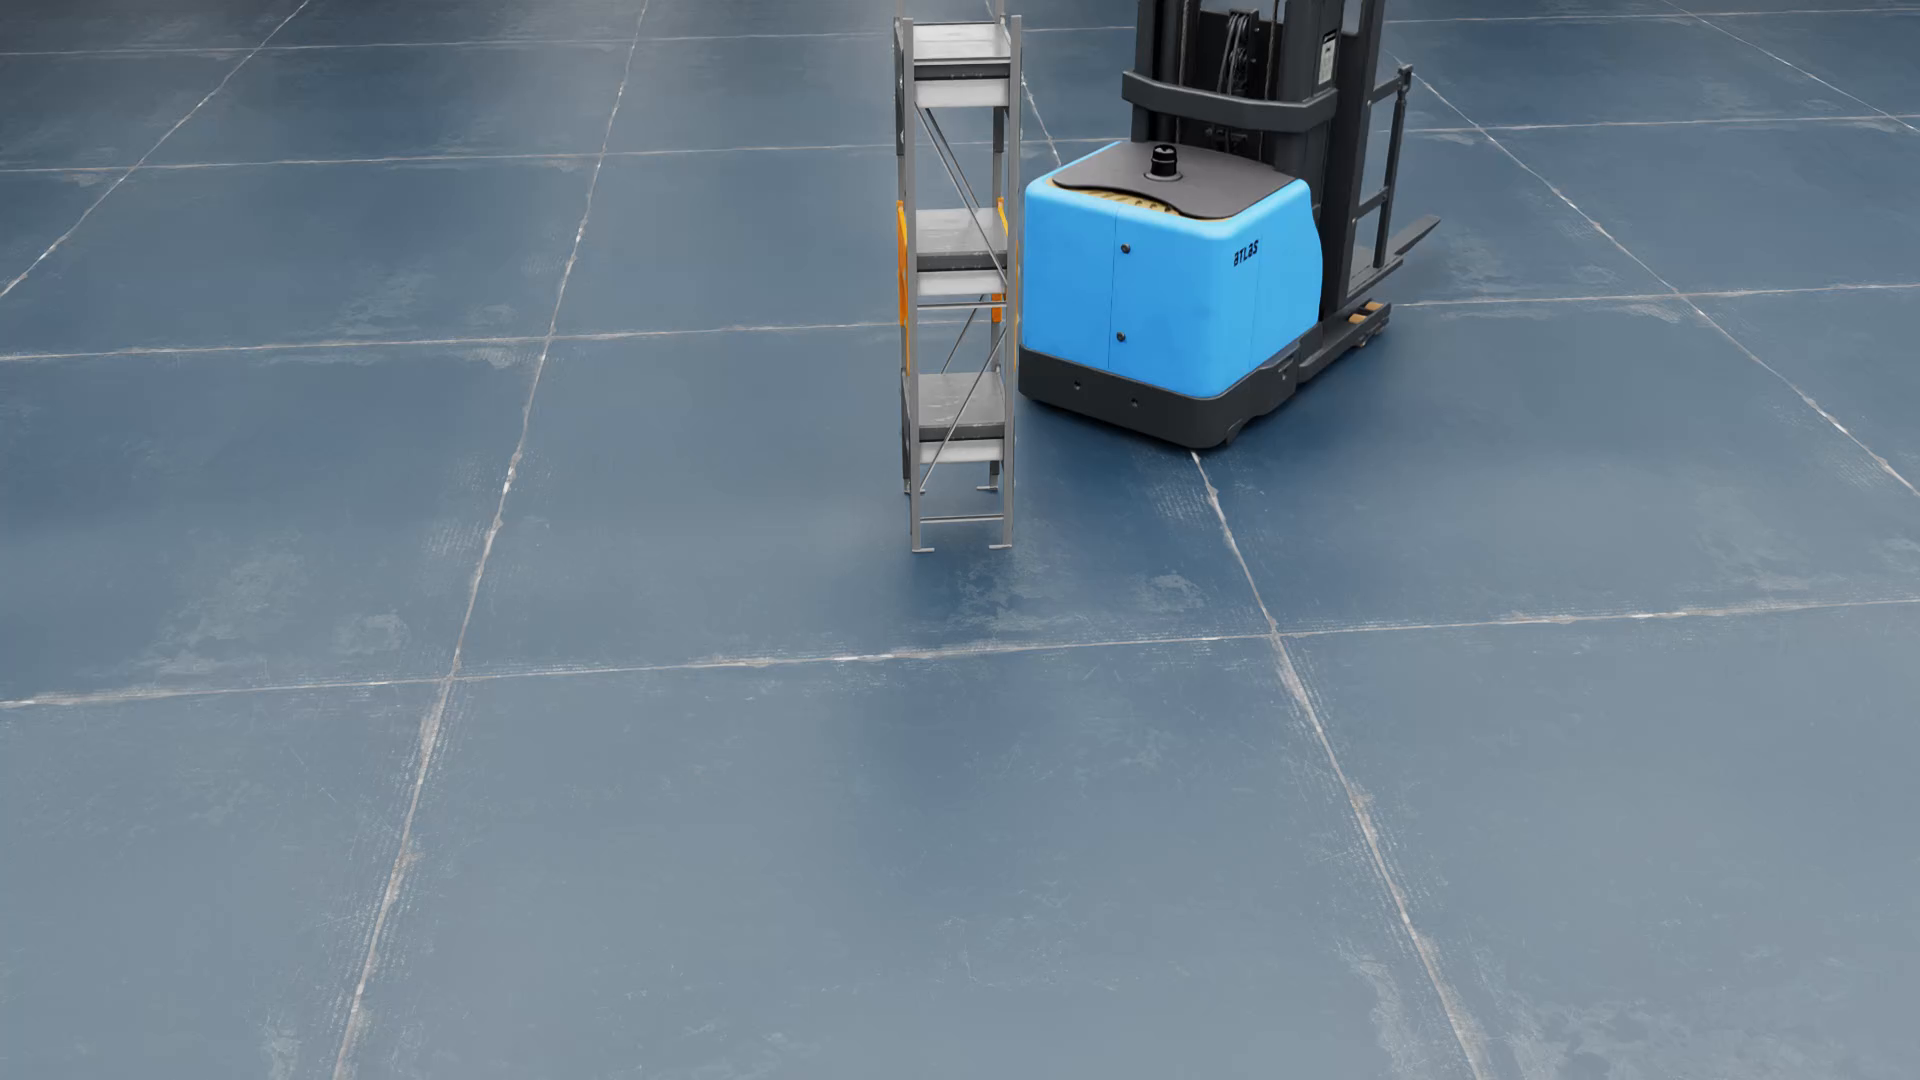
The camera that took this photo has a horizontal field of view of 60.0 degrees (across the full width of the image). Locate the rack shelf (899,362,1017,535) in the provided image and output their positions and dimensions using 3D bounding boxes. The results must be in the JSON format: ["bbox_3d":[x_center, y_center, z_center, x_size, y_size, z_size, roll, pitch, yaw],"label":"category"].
[{"bbox_3d":[-0.015,-0.373,6.719,0.431,0.518,0.480,-3,31,-5],"label":"rack shelf"}]

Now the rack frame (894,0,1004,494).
[{"bbox_3d":[-0.038,-1.111,6.562,0.400,2.100,0.015,-3,31,-5],"label":"rack frame"}]

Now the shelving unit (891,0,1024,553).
[{"bbox_3d":[-0.015,-0.986,6.353,0.431,2.100,0.503,-3,31,-5],"label":"shelving unit"}]

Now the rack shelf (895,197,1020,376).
[{"bbox_3d":[-0.015,-0.974,6.360,0.431,0.518,0.480,-3,31,-5],"label":"rack shelf"}]

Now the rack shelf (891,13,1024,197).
[{"bbox_3d":[-0.015,-1.575,6.001,0.431,0.518,0.480,-3,31,-5],"label":"rack shelf"}]

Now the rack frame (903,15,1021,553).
[{"bbox_3d":[0.007,-0.861,6.144,0.400,2.100,0.015,-3,31,-5],"label":"rack frame"}]

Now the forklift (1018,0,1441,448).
[{"bbox_3d":[1.545,-2.361,7.844,1.130,2.935,3.031,21,36,30],"label":"forklift"}]
